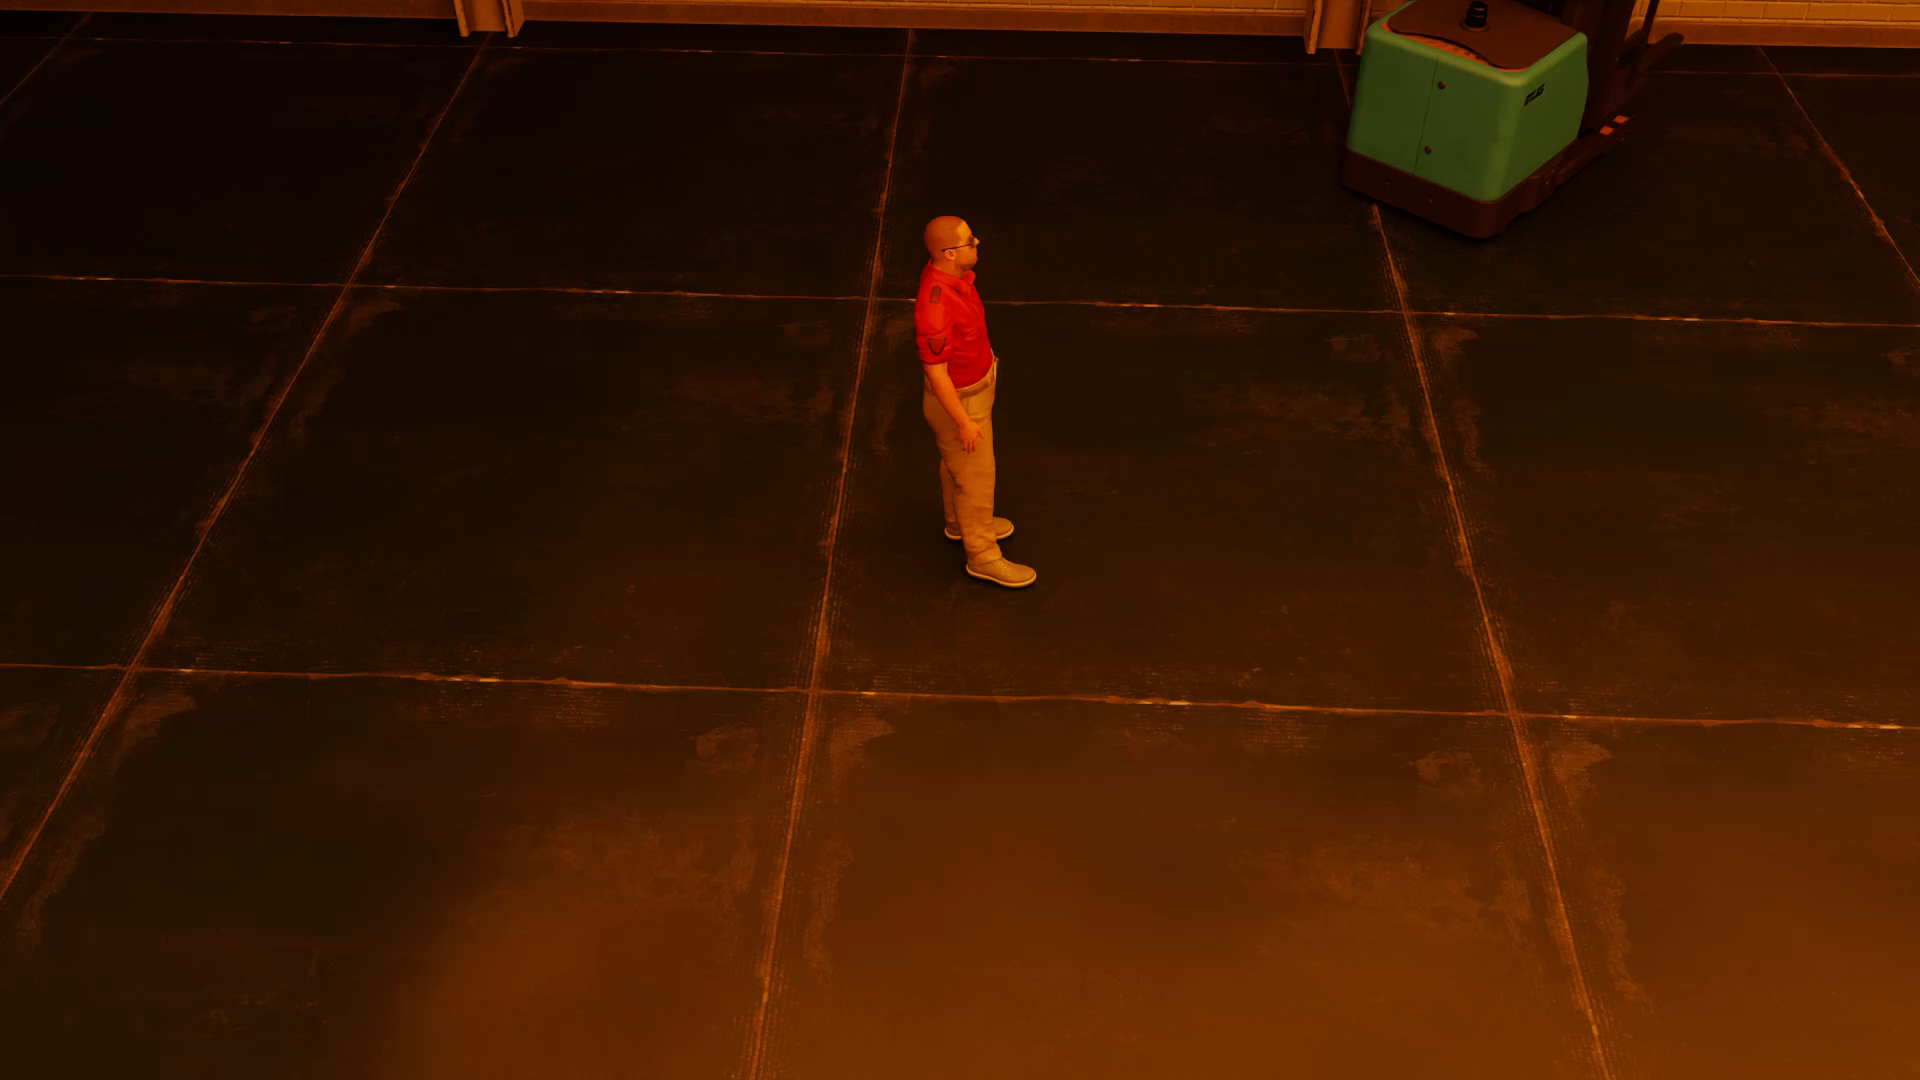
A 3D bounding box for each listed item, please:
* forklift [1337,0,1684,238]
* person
[{"bbox_3d":[3.685,-3.760,9.861,1.130,2.935,3.031,31,51,30],"label":"forklift"},{"bbox_3d":[0.089,-0.634,7.316,0.550,1.728,0.641,2,42,2],"label":"person"}]
